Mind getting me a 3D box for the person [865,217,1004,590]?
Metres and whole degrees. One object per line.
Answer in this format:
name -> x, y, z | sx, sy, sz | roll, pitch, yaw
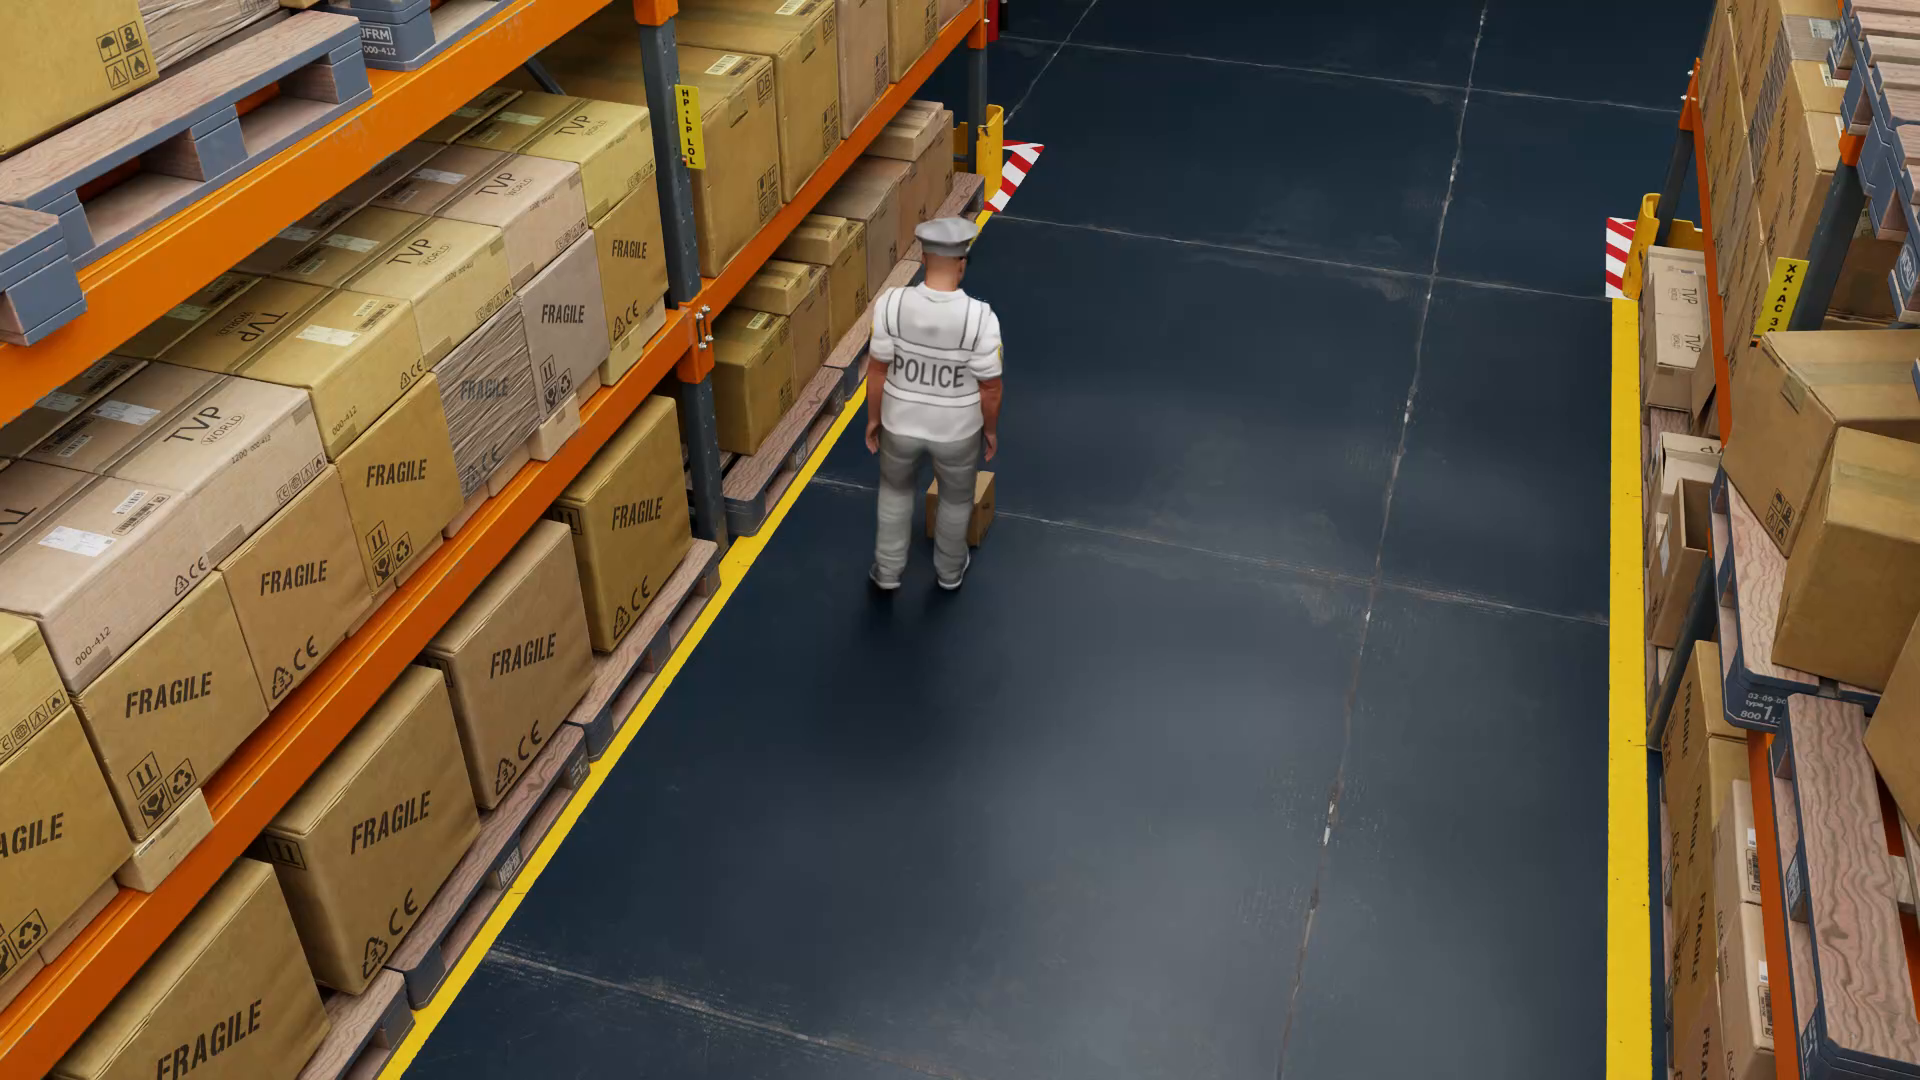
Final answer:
person -> -0.109, -0.495, 6.825 | 0.619, 1.800, 0.515 | 8, 37, 10
